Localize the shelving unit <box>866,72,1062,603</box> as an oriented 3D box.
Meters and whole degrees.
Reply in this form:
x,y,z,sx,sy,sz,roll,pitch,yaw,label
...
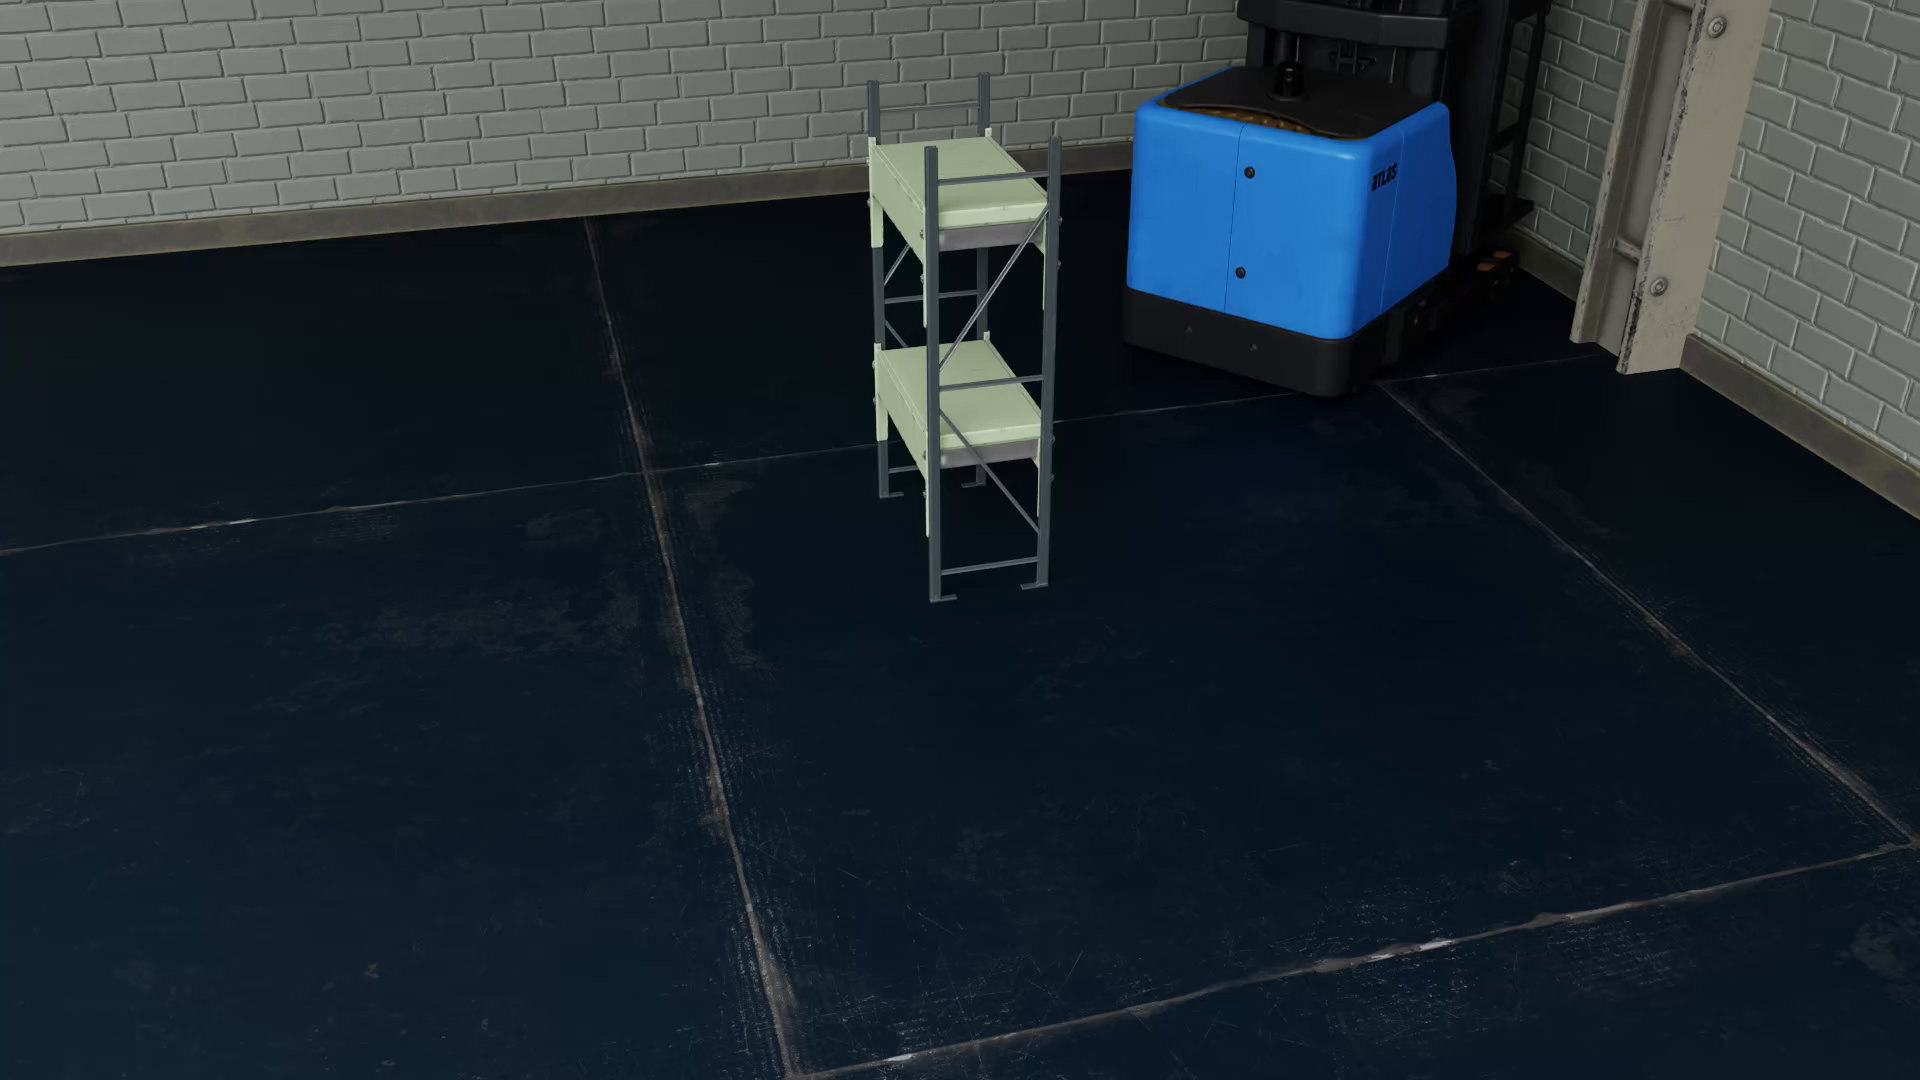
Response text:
x,y,z,sx,sy,sz,roll,pitch,yaw,label
-0.002,-0.652,5.380,0.431,1.500,0.755,-8,31,-13,shelving unit

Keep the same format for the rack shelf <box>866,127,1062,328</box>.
x,y,z,sx,sy,sz,roll,pitch,yaw,label
-0.002,-0.990,5.184,0.431,0.370,0.720,-8,31,-13,rack shelf

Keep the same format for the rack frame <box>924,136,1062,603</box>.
x,y,z,sx,sy,sz,roll,pitch,yaw,label
0.095,-0.476,5.074,0.400,1.500,0.023,-8,31,-13,rack frame

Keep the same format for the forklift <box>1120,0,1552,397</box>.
x,y,z,sx,sy,sz,roll,pitch,yaw,label
1.970,-2.514,7.168,1.130,2.935,3.031,21,36,31,forklift

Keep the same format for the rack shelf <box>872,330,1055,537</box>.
x,y,z,sx,sy,sz,roll,pitch,yaw,label
-0.002,-0.370,5.543,0.431,0.370,0.720,-8,31,-13,rack shelf

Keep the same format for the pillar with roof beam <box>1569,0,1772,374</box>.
x,y,z,sx,sy,sz,roll,pitch,yaw,label
-1.288,-4.129,3.901,9.100,9.000,0.400,-8,31,-13,pillar with roof beam

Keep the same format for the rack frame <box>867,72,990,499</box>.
x,y,z,sx,sy,sz,roll,pitch,yaw,label
-0.099,-0.829,5.685,0.400,1.500,0.023,-8,31,-13,rack frame
